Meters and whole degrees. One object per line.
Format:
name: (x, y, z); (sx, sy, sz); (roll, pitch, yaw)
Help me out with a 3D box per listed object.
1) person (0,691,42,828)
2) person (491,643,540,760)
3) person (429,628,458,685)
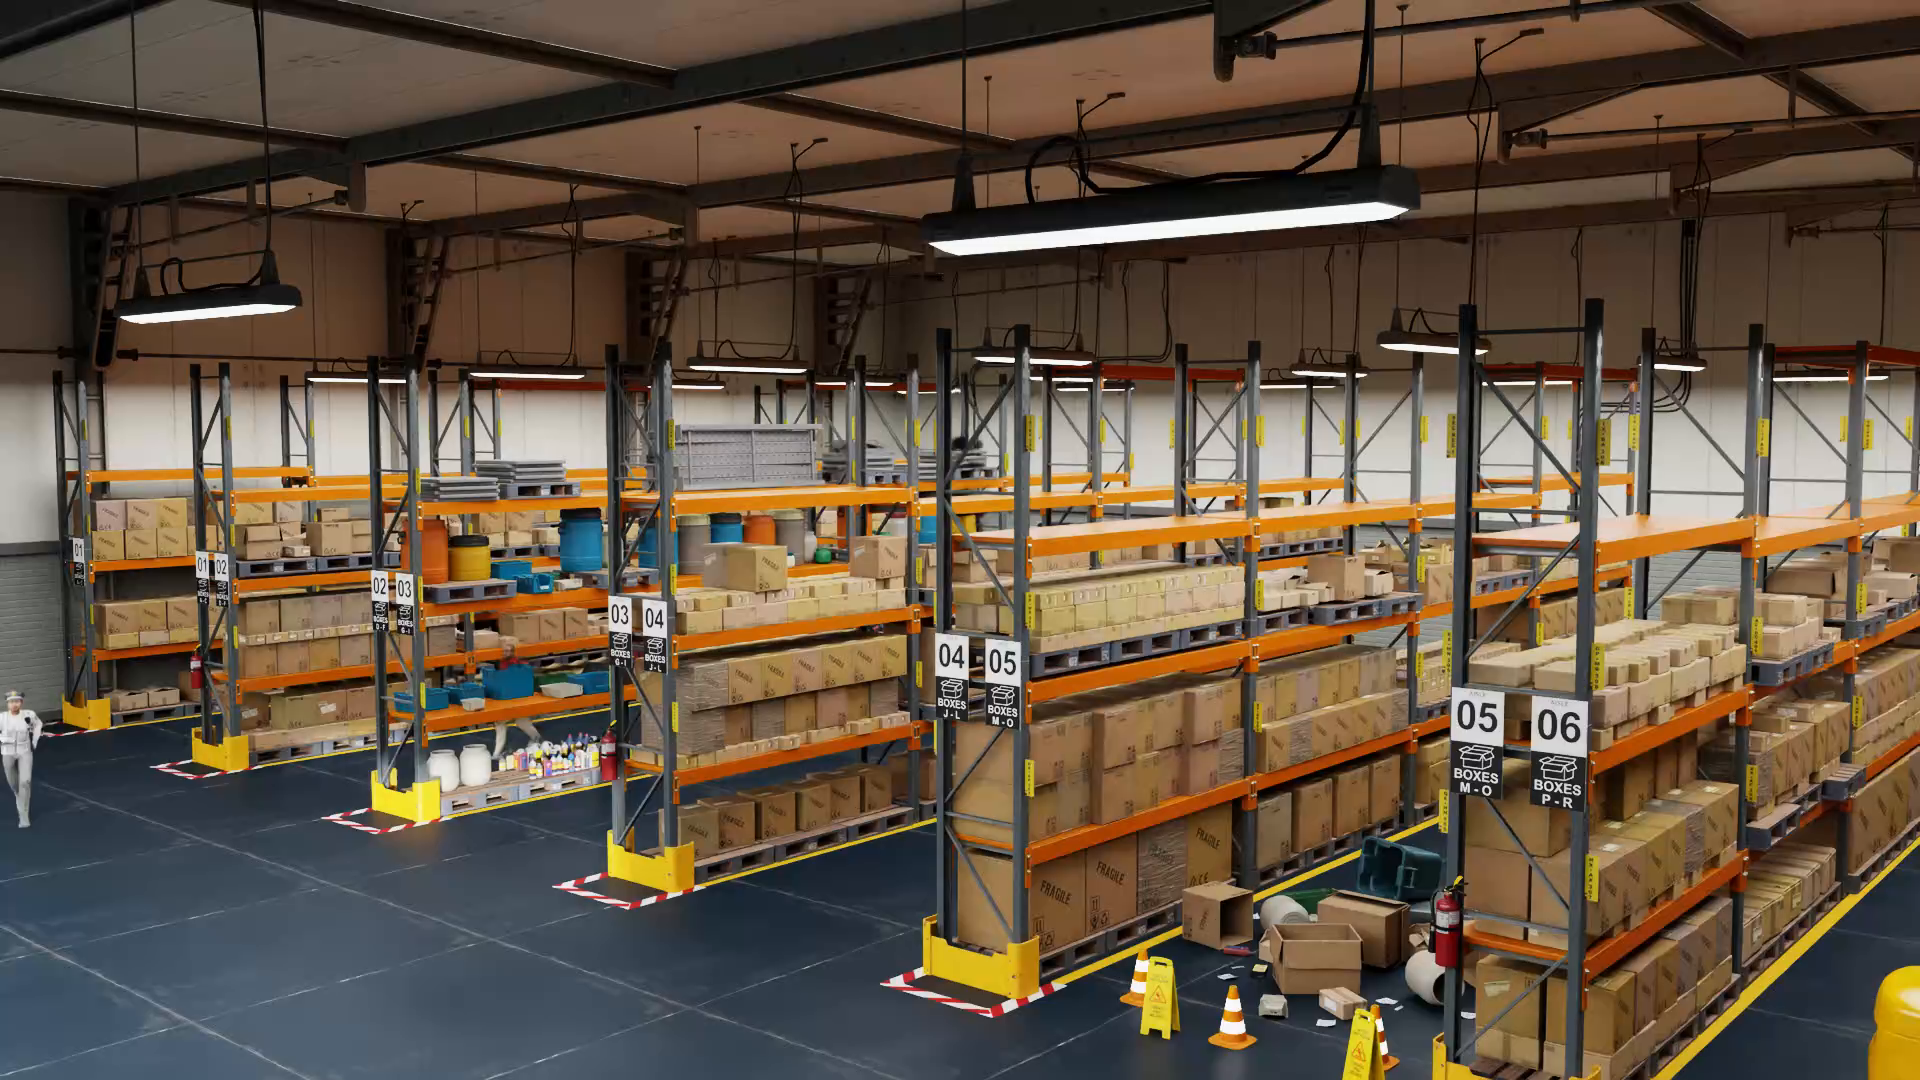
person: (-12.171, 2.785, 21.438); (0.578, 1.738, 0.997); (-2, 4, -22)
person: (-6.854, 2.437, 25.488); (0.660, 1.722, 0.990); (2, 5, 26)
person: (-9.431, 2.126, 30.183); (0.692, 1.718, 0.603); (2, 5, 25)
